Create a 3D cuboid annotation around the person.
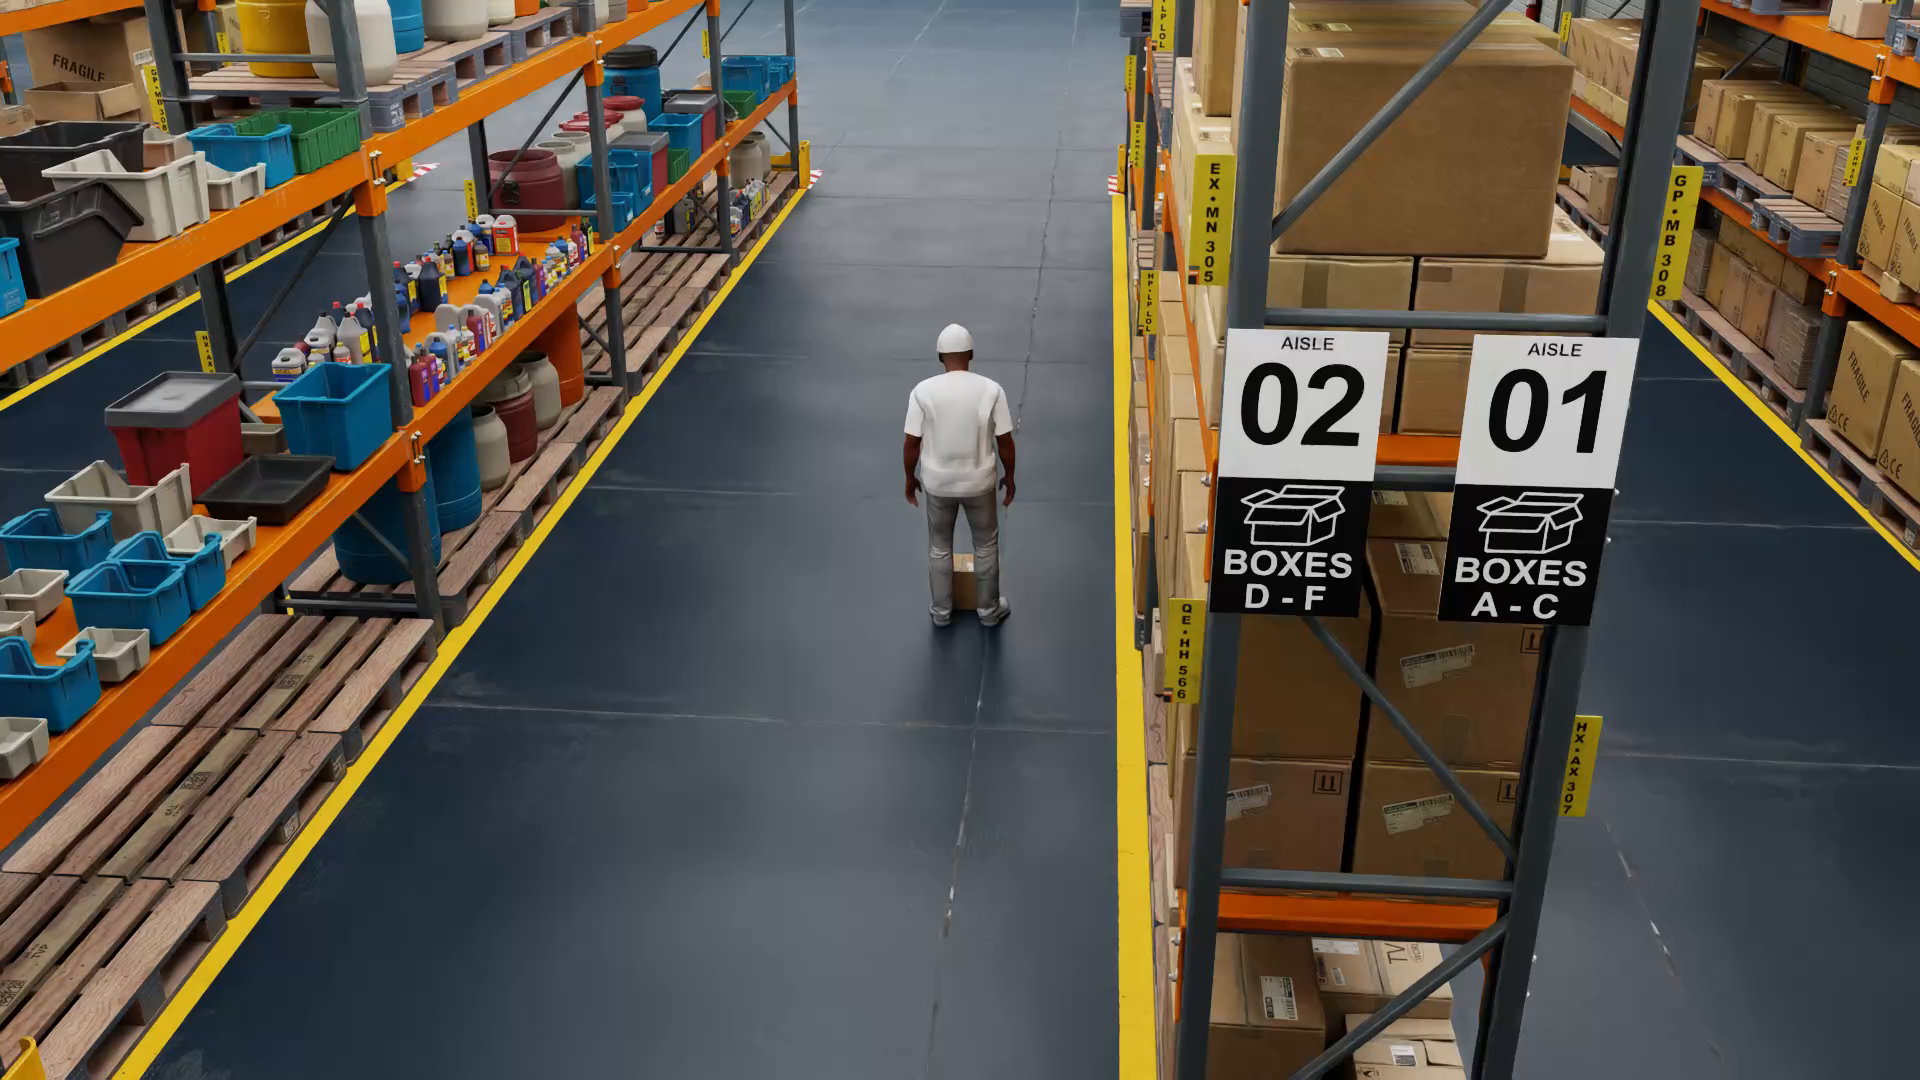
[{"bbox_3d":[-0.001,-0.346,9.347,0.629,1.759,0.460,1,24,2],"label":"person"}]
